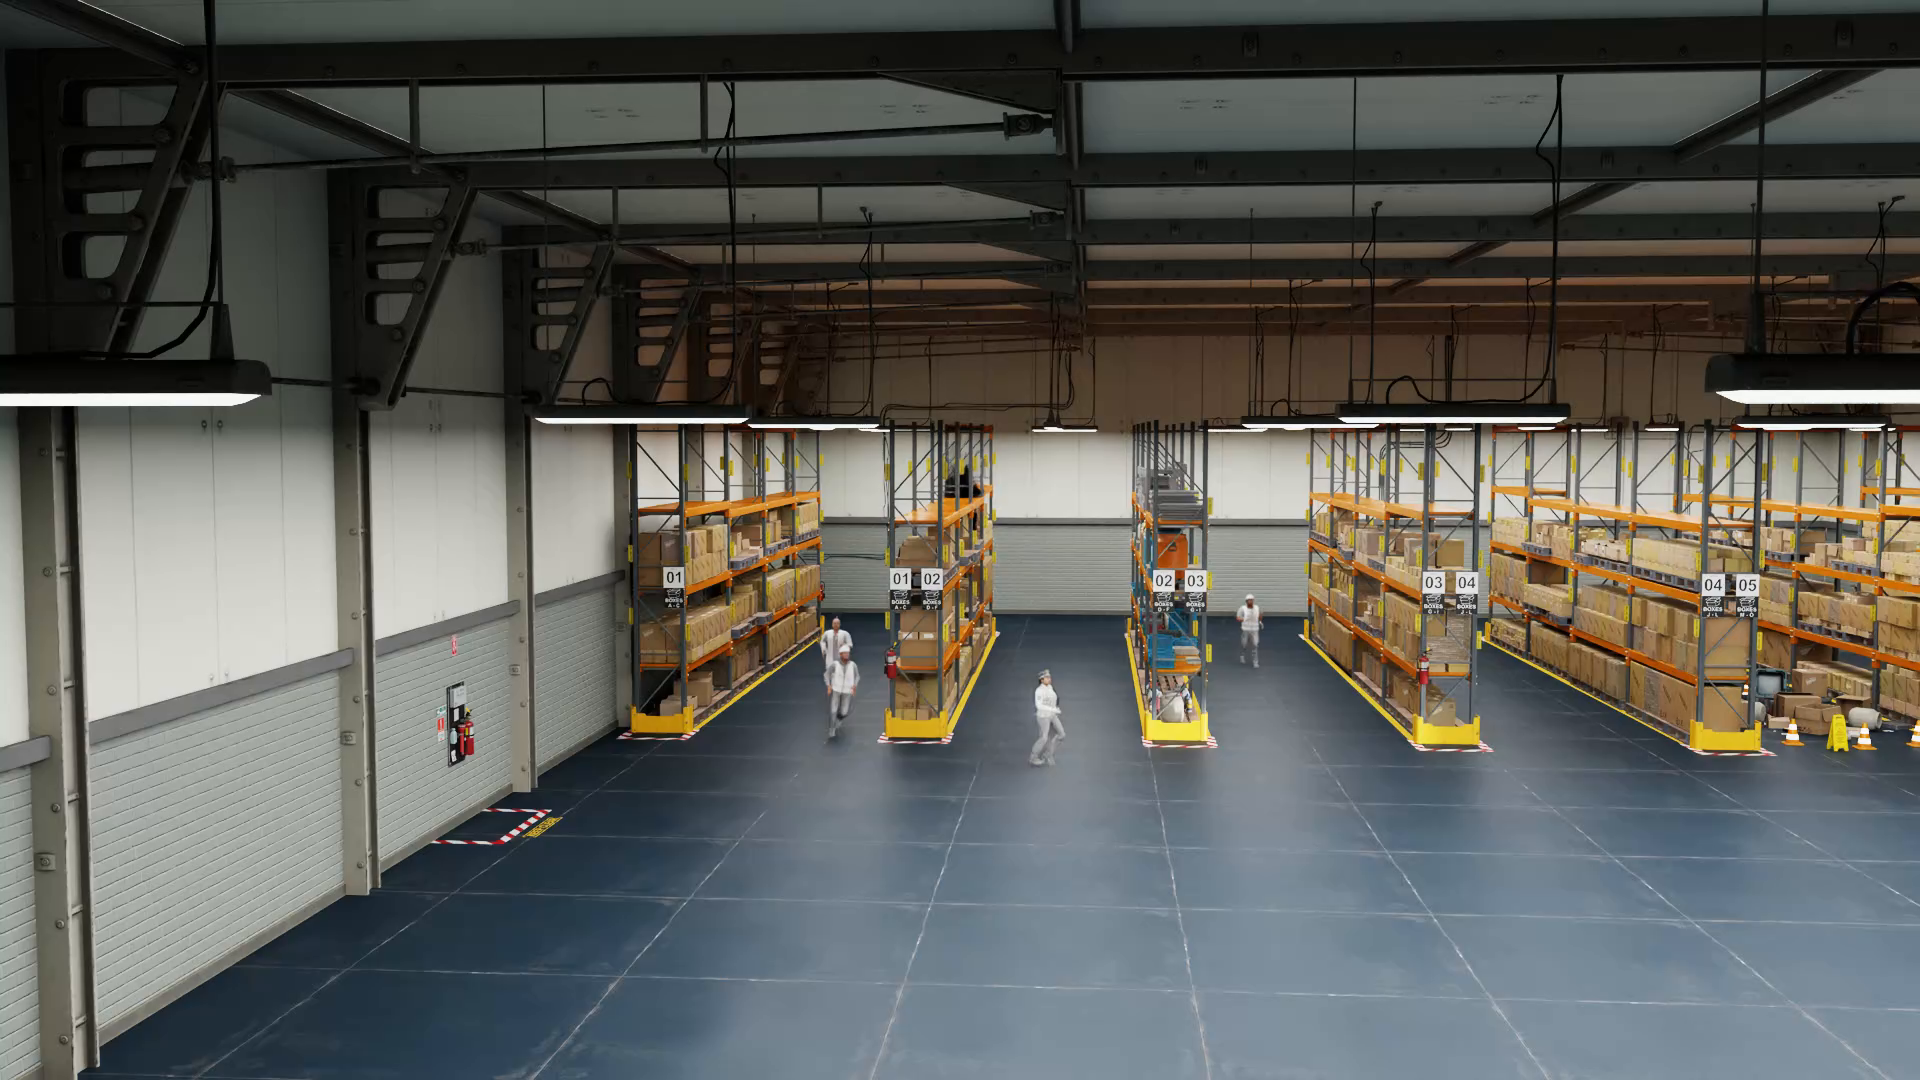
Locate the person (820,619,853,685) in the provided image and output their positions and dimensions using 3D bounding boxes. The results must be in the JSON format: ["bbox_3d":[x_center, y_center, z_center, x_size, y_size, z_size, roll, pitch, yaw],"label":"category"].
[{"bbox_3d":[-2.684,2.572,35.969,0.720,1.746,0.912,0,4,-1],"label":"person"}]

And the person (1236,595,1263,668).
[{"bbox_3d":[7.119,2.218,40.839,0.693,1.760,1.002,0,4,-4],"label":"person"}]

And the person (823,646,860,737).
[{"bbox_3d":[-2.251,2.878,31.712,0.704,1.719,0.545,-1,4,-11],"label":"person"}]

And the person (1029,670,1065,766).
[{"bbox_3d":[1.505,3.073,28.751,0.644,1.678,0.619,3,4,36],"label":"person"}]
